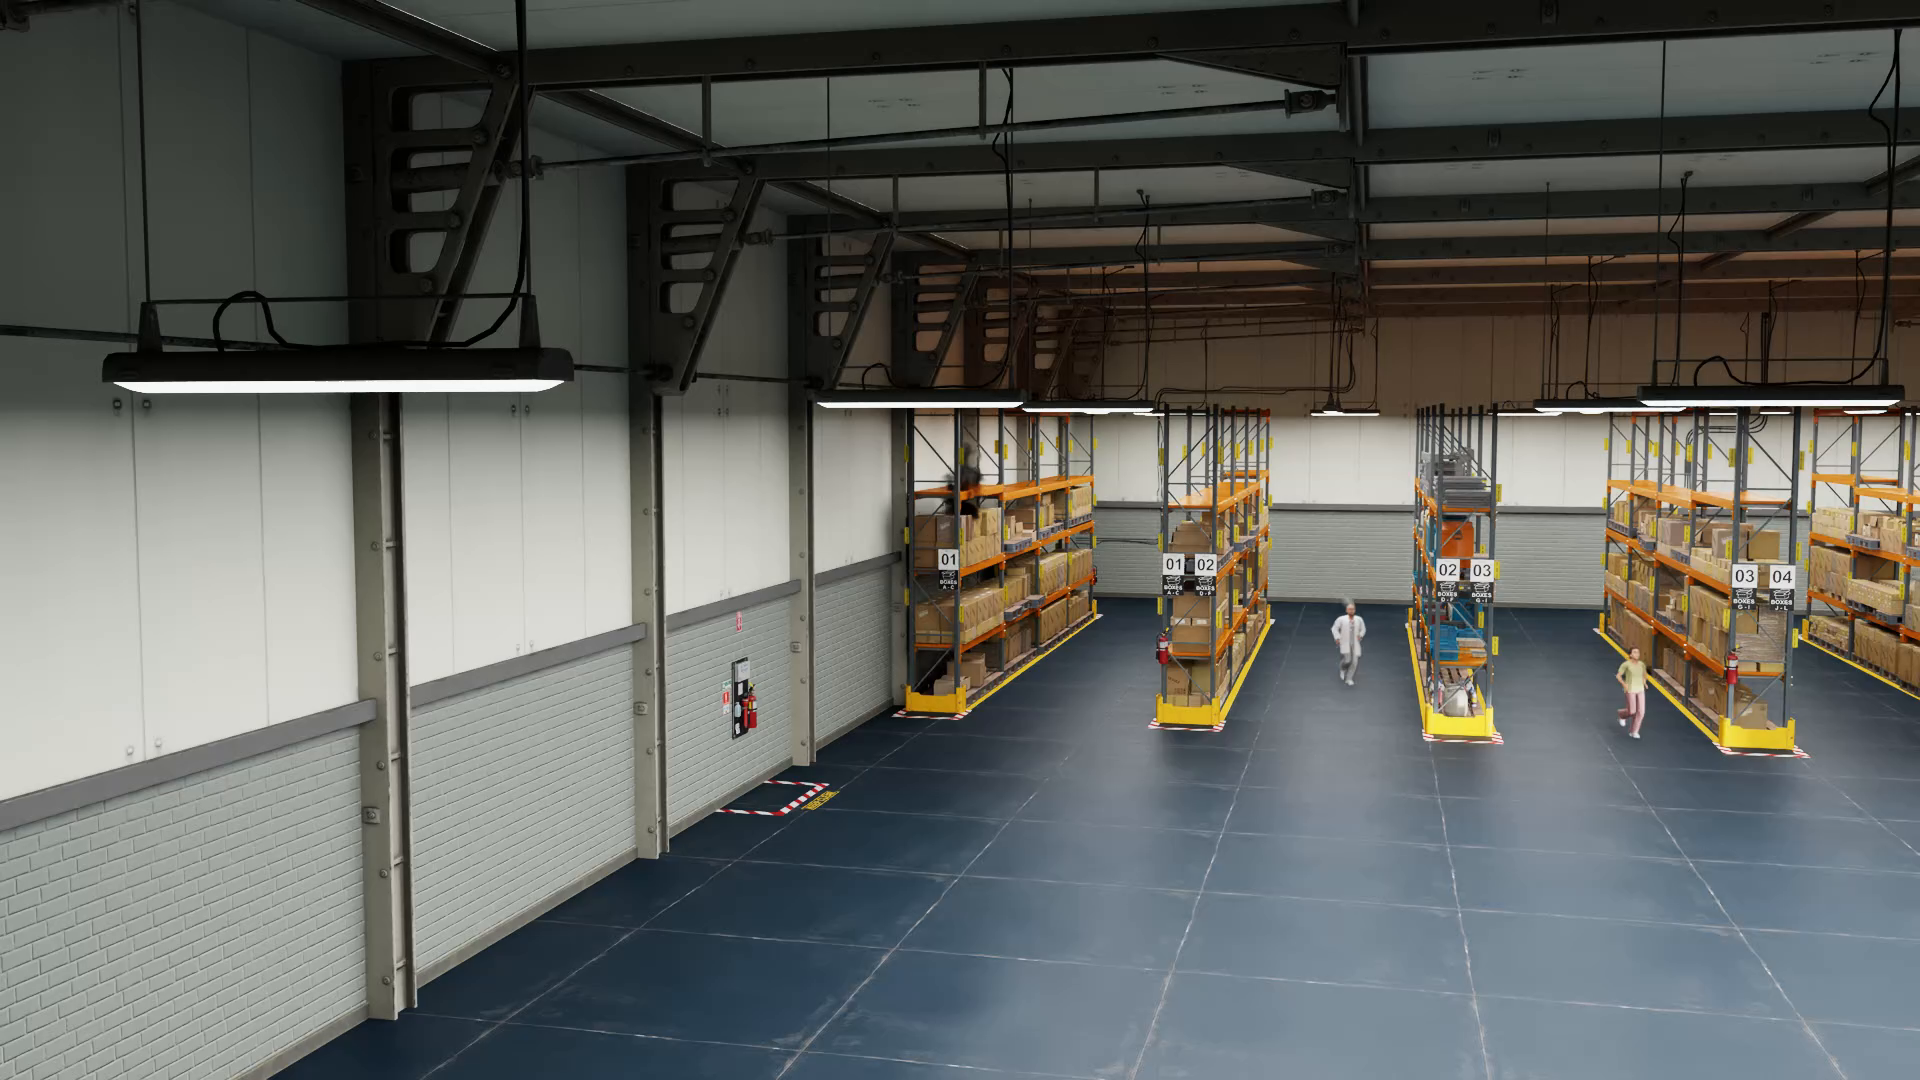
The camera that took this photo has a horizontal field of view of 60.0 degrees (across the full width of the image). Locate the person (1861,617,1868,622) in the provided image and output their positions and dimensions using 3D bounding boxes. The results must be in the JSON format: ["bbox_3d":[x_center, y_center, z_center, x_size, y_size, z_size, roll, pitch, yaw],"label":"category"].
[{"bbox_3d":[24.155,1.666,44.074,0.839,1.742,0.603,1,4,9],"label":"person"}]

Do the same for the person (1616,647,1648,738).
[{"bbox_3d":[12.145,2.727,30.003,0.579,1.628,0.677,0,4,-4],"label":"person"}]

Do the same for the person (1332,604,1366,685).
[{"bbox_3d":[8.396,2.255,35.782,0.707,1.733,0.633,0,4,-1],"label":"person"}]
